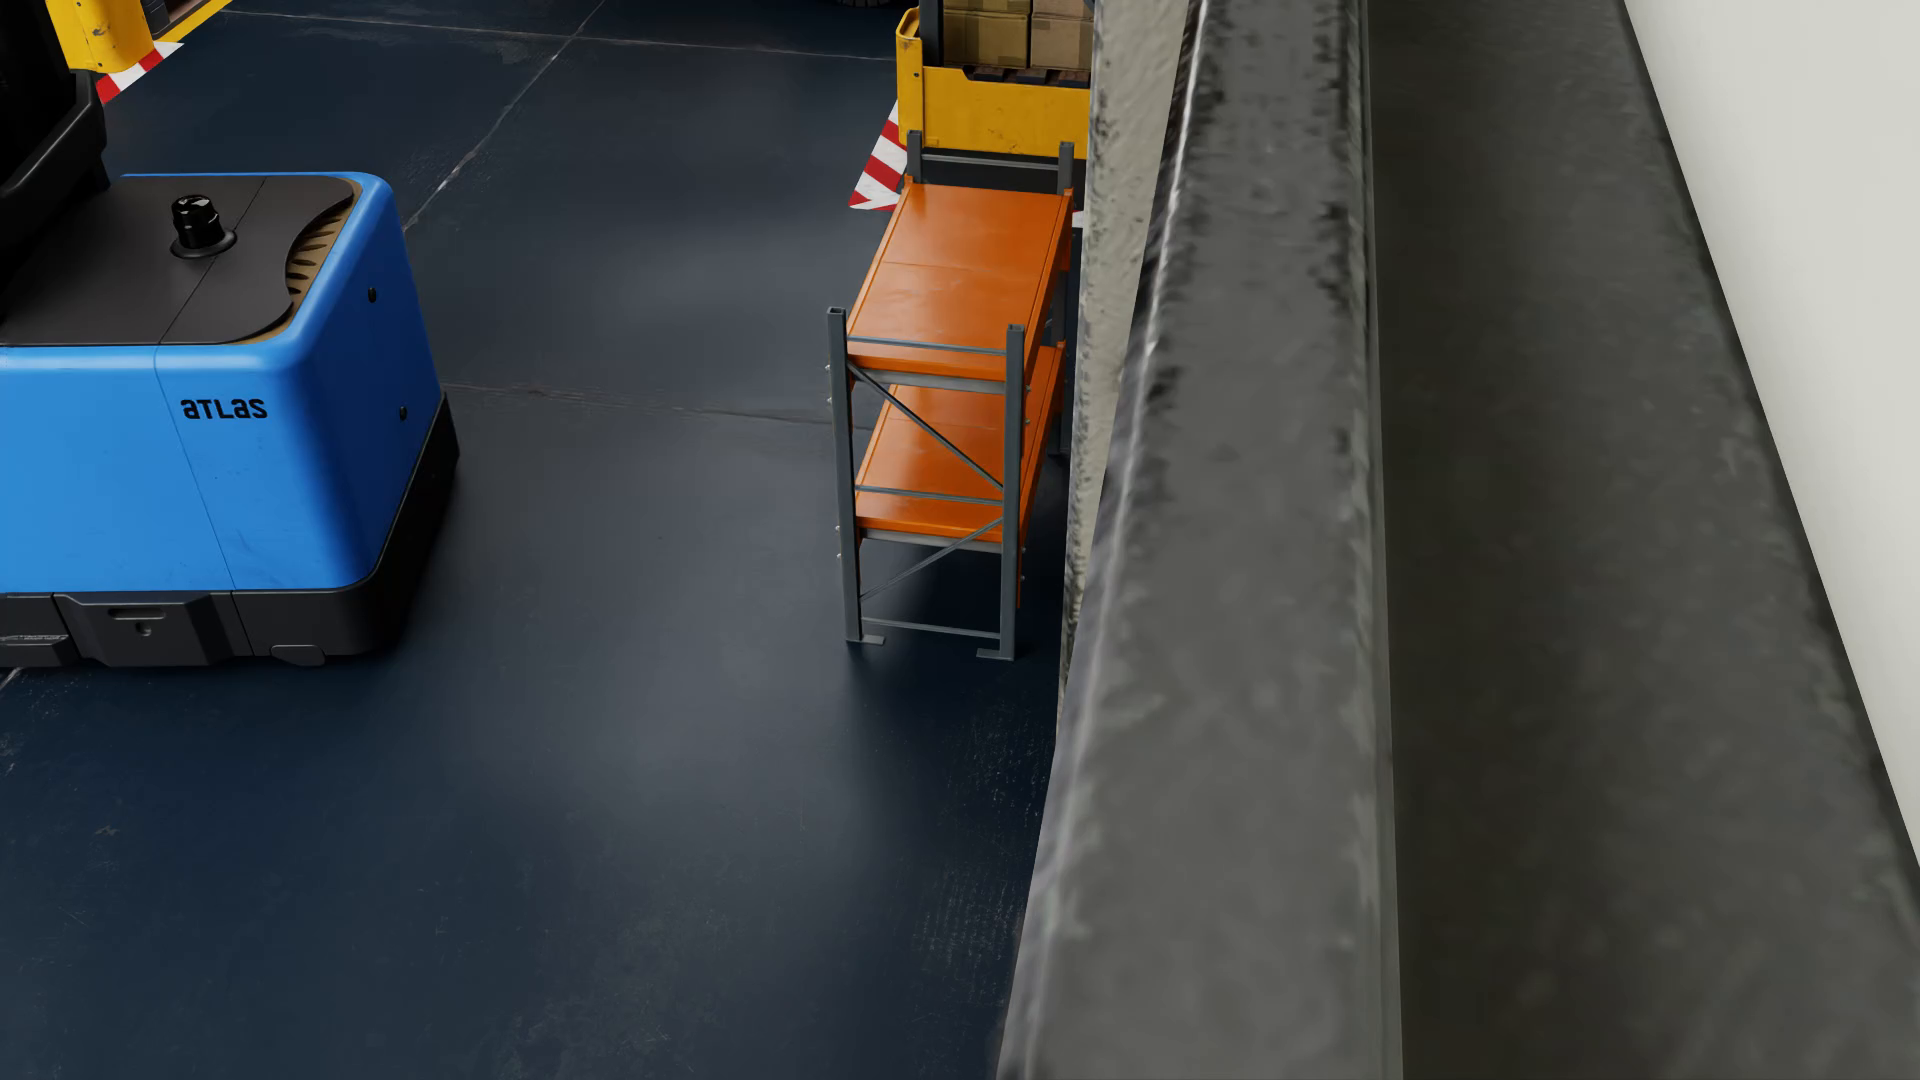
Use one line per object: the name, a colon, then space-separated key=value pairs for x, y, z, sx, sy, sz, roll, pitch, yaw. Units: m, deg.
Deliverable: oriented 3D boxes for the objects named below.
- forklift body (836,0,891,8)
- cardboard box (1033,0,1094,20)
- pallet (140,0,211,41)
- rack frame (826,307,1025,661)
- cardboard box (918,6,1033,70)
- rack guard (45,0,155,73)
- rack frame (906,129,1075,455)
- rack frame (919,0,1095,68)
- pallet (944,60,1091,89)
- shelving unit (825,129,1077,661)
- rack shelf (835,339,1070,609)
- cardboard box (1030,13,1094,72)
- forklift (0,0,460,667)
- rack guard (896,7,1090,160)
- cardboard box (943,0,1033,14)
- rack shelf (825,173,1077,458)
forklift body: x=-1.142 y=-4.024 z=8.429 sx=2.313 sy=2.155 sz=1.214 roll=6 pitch=40 yaw=8
cardboard box: x=0.613 y=-2.527 z=7.388 sx=0.500 sy=0.250 sz=0.500 roll=7 pitch=40 yaw=8
pallet: x=-4.374 y=-2.984 z=8.693 sx=1.003 sy=0.211 sz=1.213 roll=6 pitch=40 yaw=8
rack frame: x=-0.087 y=-0.119 z=4.511 sx=0.500 sy=1.125 sz=0.032 roll=6 pitch=40 yaw=8
cardboard box: x=0.097 y=-2.391 z=7.617 sx=0.500 sy=0.250 sz=0.500 roll=7 pitch=40 yaw=8
rack guard: x=-4.550 y=-2.589 z=7.989 sx=1.175 sy=0.500 sz=0.348 roll=6 pitch=40 yaw=8
rack frame: x=0.089 y=-0.757 z=5.283 sx=0.500 sy=1.125 sz=0.032 roll=6 pitch=40 yaw=8
rack frame: x=0.327 y=-2.960 z=6.476 sx=1.000 sy=3.000 sz=0.127 roll=6 pitch=40 yaw=8
pallet: x=0.418 y=-2.370 z=7.950 sx=1.003 sy=0.211 sz=1.213 roll=6 pitch=40 yaw=8
shelving unit: x=0.001 y=-0.438 z=4.897 sx=0.538 sy=1.125 sz=1.048 roll=6 pitch=40 yaw=8
rack shelf: x=0.001 y=-0.249 z=5.053 sx=0.538 sy=0.278 sz=1.000 roll=6 pitch=40 yaw=8
cardboard box: x=0.604 y=-2.348 z=7.565 sx=0.500 sy=0.250 sz=0.500 roll=7 pitch=40 yaw=8
forklift: x=-3.154 y=-1.064 z=4.237 sx=3.031 sy=2.935 sz=1.130 roll=-1 pitch=40 yaw=-1
rack guard: x=0.323 y=-1.981 z=7.254 sx=1.175 sy=0.500 sz=0.348 roll=6 pitch=40 yaw=8
cardboard box: x=0.103 y=-2.594 z=7.470 sx=0.500 sy=0.250 sz=0.500 roll=6 pitch=40 yaw=7
rack shelf: x=0.001 y=-0.663 z=4.710 sx=0.538 sy=0.278 sz=1.000 roll=6 pitch=40 yaw=8
